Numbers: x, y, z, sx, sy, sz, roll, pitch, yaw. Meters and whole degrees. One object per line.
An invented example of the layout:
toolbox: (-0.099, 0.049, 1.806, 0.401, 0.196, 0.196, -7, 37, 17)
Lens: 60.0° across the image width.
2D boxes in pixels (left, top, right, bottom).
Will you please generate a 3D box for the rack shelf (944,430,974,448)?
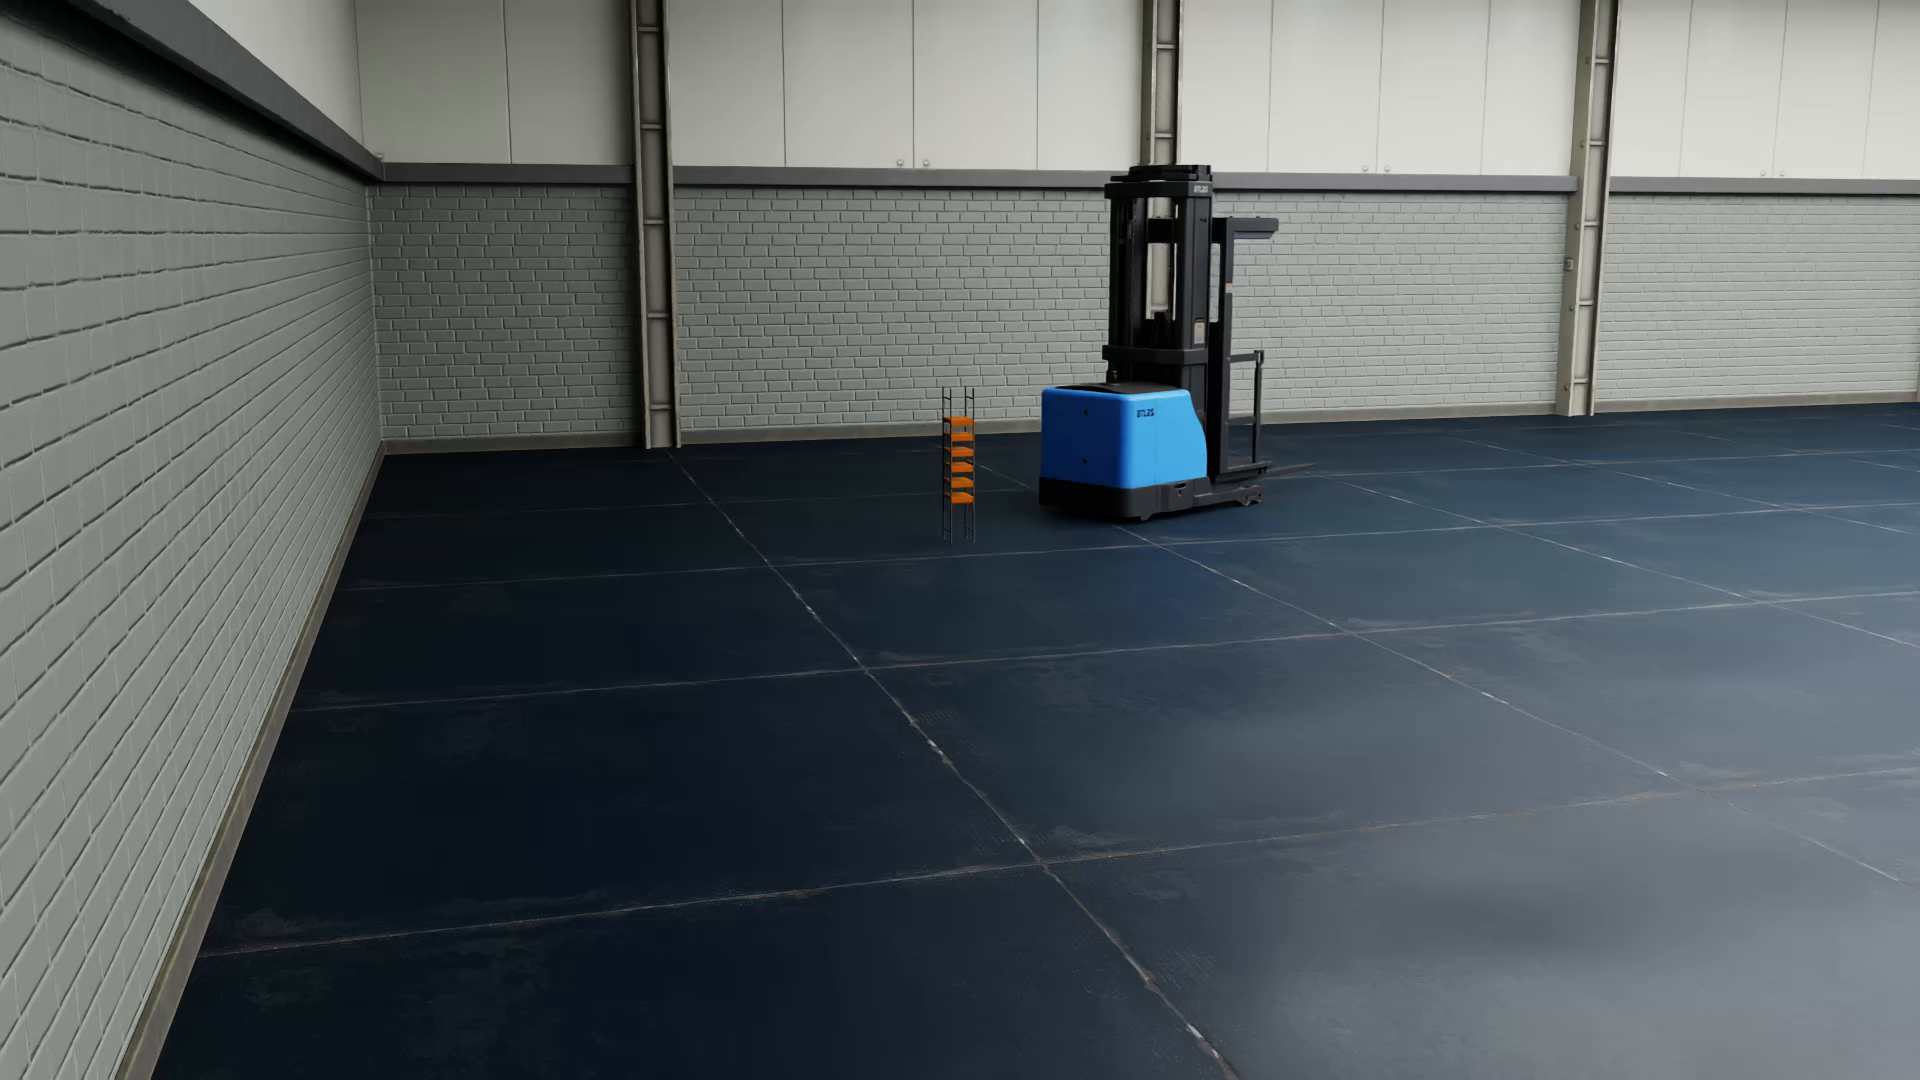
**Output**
rack shelf: (-0.014, -0.782, 12.898, 0.180, 0.103, 0.258, -3, 11, -16)

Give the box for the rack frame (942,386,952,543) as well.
rack frame: (-0.102, -0.585, 12.909, 0.006, 1.200, 0.240, -3, 11, -16)

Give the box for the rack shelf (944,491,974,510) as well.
rack shelf: (-0.014, -0.310, 12.985, 0.180, 0.103, 0.258, -3, 11, -16)

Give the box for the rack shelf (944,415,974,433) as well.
rack shelf: (-0.014, -0.900, 12.877, 0.180, 0.103, 0.258, -3, 11, -16)

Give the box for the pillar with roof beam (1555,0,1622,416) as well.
pillar with roof beam: (9.356, -5.342, 17.209, 0.400, 9.000, 9.100, -3, 11, -16)

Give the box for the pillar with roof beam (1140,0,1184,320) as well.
pillar with roof beam: (3.595, -5.038, 15.560, 0.400, 9.000, 9.100, -3, 11, -16)

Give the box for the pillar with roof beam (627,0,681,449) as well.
pillar with roof beam: (-2.166, -4.735, 13.910, 0.400, 9.000, 9.100, -3, 11, -16)

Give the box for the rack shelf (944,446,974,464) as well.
rack shelf: (-0.014, -0.664, 12.920, 0.180, 0.103, 0.258, -3, 11, -16)

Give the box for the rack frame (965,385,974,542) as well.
rack frame: (0.074, -0.594, 12.959, 0.006, 1.200, 0.240, -3, 11, -16)

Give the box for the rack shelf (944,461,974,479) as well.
rack shelf: (-0.014, -0.546, 12.942, 0.180, 0.103, 0.258, -3, 11, -16)

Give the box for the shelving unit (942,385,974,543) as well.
shelving unit: (-0.014, -0.589, 12.934, 0.189, 1.200, 0.258, -3, 11, -16)

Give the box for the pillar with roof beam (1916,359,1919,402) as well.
pillar with roof beam: (15.117, -5.646, 18.858, 0.400, 9.000, 9.100, -3, 11, -16)

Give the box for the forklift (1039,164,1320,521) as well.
forklift: (2.094, -1.804, 14.751, 3.031, 2.935, 1.130, -10, 14, -43)

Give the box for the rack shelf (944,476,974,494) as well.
rack shelf: (-0.014, -0.428, 12.964, 0.180, 0.103, 0.258, -3, 11, -16)
